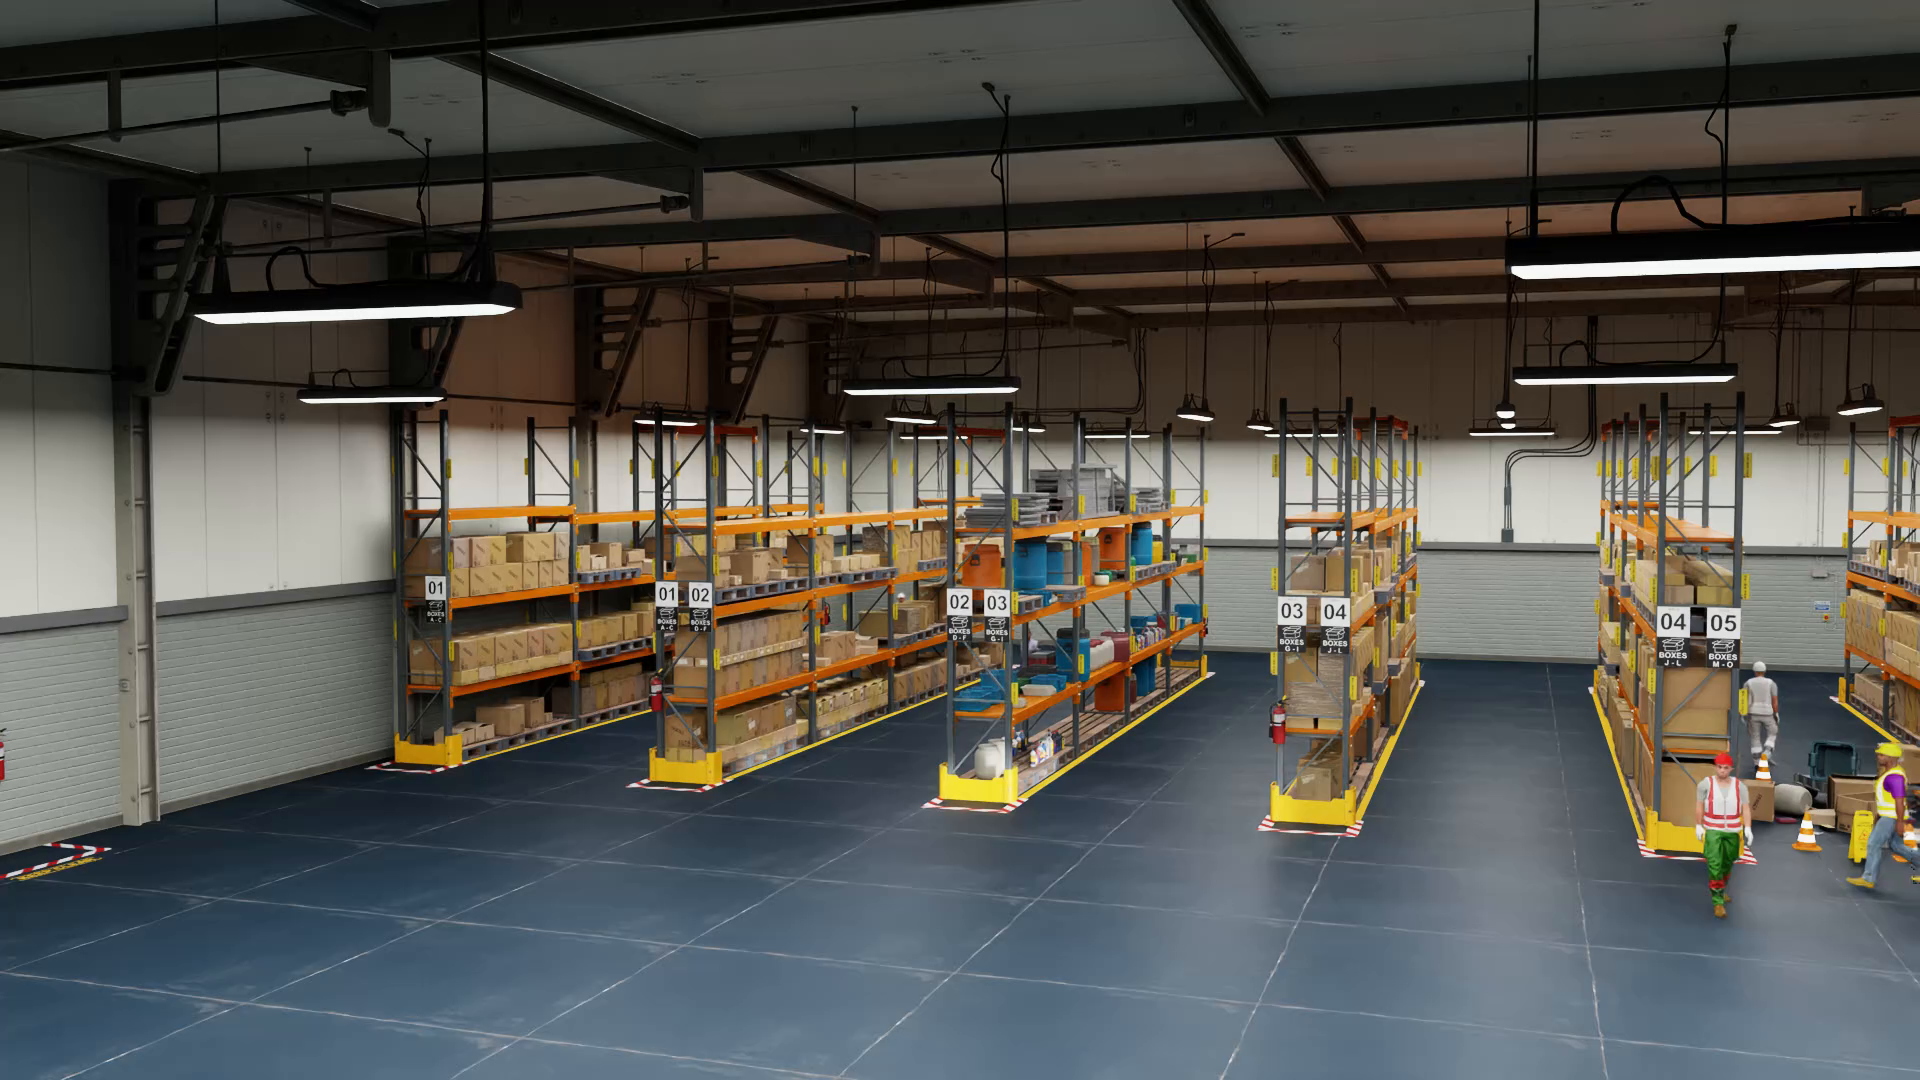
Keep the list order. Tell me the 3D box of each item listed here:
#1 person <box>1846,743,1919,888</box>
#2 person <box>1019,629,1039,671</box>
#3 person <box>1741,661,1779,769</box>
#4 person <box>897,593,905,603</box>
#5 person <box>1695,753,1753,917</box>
[{"bbox_3d":[11.108,3.285,19.770,1.019,1.731,0.573,1,3,19],"label":"person"},{"bbox_3d":[1.499,2.683,36.003,0.470,1.539,0.953,1,3,28],"label":"person"},{"bbox_3d":[13.337,2.924,27.714,0.575,1.790,0.530,1,3,27],"label":"person"},{"bbox_3d":[-1.541,2.261,43.812,0.596,1.706,1.105,0,2,8],"label":"person"},{"bbox_3d":[8.646,3.301,18.821,0.549,1.778,0.854,0,2,11],"label":"person"}]
